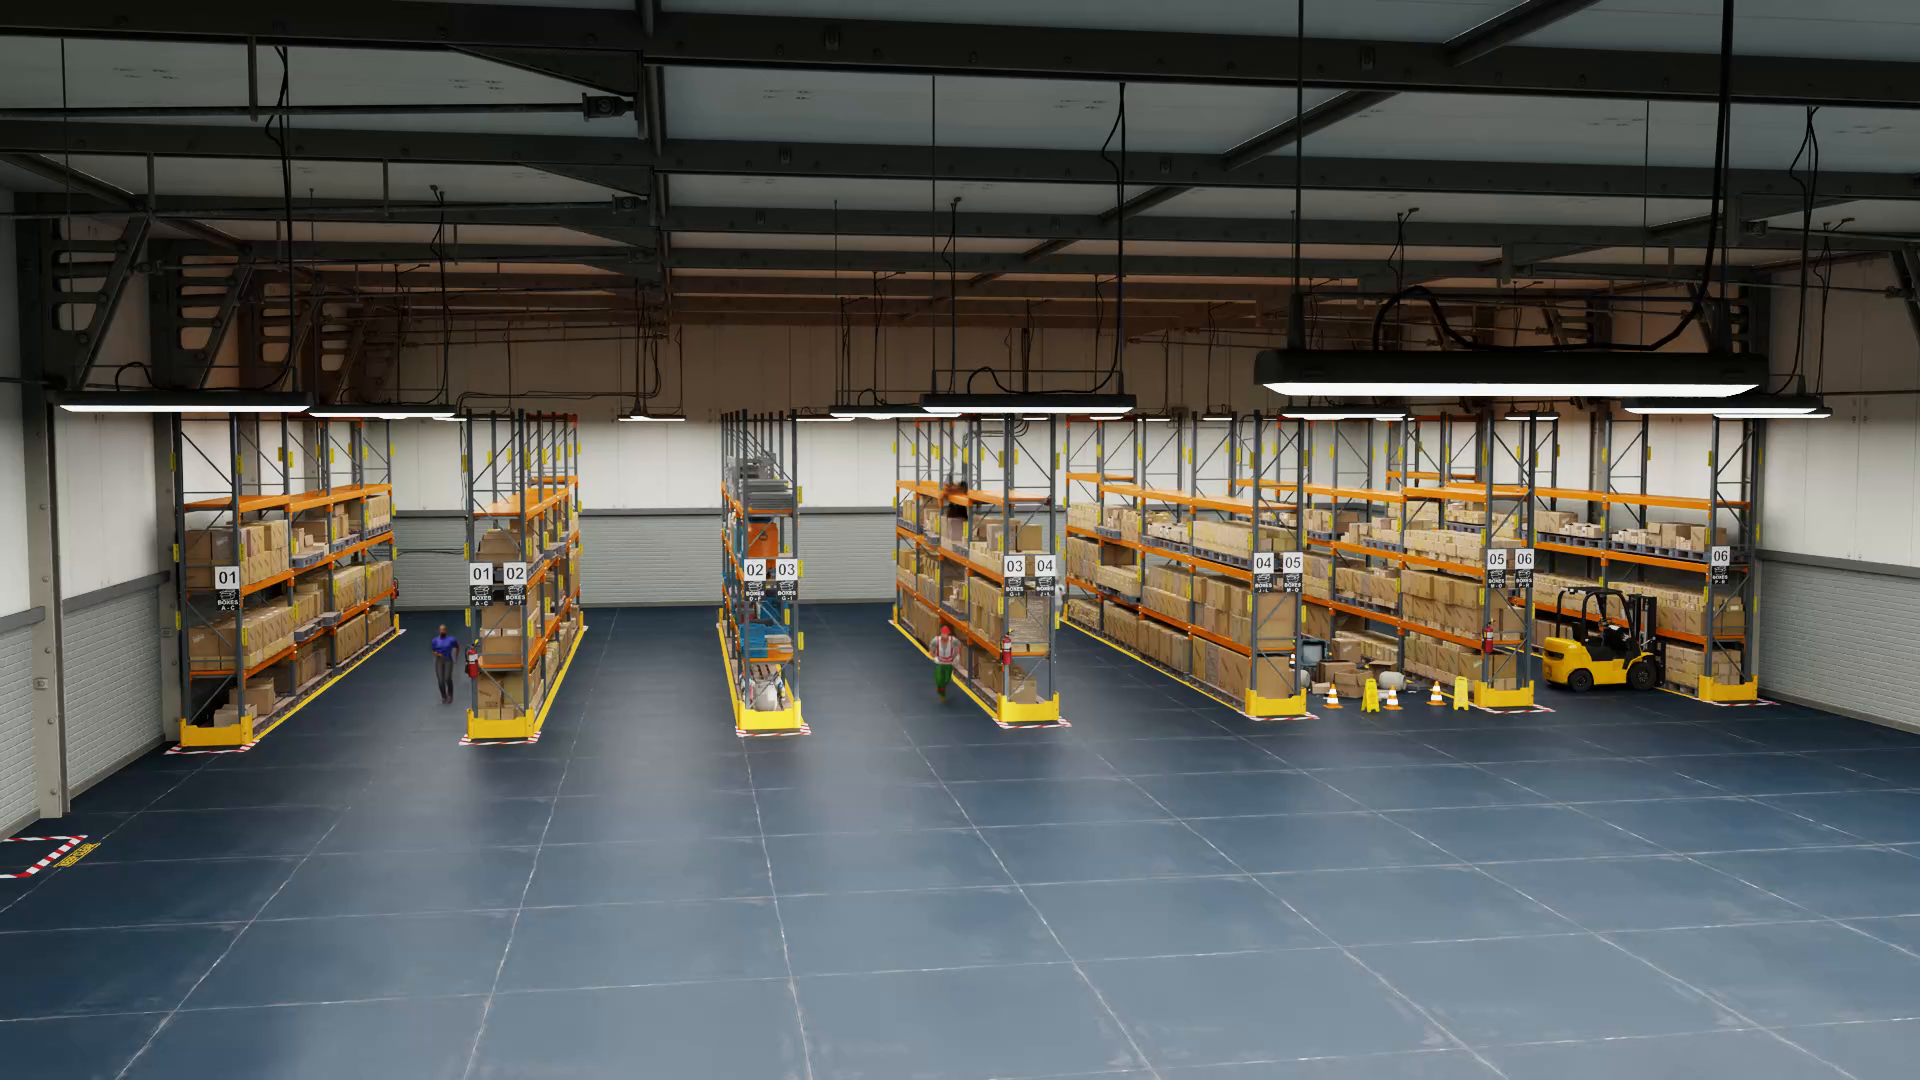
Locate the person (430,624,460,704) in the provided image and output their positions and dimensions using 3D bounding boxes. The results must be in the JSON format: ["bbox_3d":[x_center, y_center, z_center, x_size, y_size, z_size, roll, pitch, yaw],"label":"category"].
[{"bbox_3d":[-10.500,2.536,33.871,0.544,1.638,0.651,-1,4,-9],"label":"person"}]

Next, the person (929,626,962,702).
[{"bbox_3d":[-0.305,2.539,34.224,0.687,1.609,0.914,0,4,-7],"label":"person"}]

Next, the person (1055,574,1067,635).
[{"bbox_3d":[2.604,1.782,44.681,0.549,1.719,0.678,-1,4,-9],"label":"person"}]

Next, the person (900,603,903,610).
[{"bbox_3d":[-1.443,1.436,48.928,0.960,1.760,0.685,0,4,-3],"label":"person"}]
